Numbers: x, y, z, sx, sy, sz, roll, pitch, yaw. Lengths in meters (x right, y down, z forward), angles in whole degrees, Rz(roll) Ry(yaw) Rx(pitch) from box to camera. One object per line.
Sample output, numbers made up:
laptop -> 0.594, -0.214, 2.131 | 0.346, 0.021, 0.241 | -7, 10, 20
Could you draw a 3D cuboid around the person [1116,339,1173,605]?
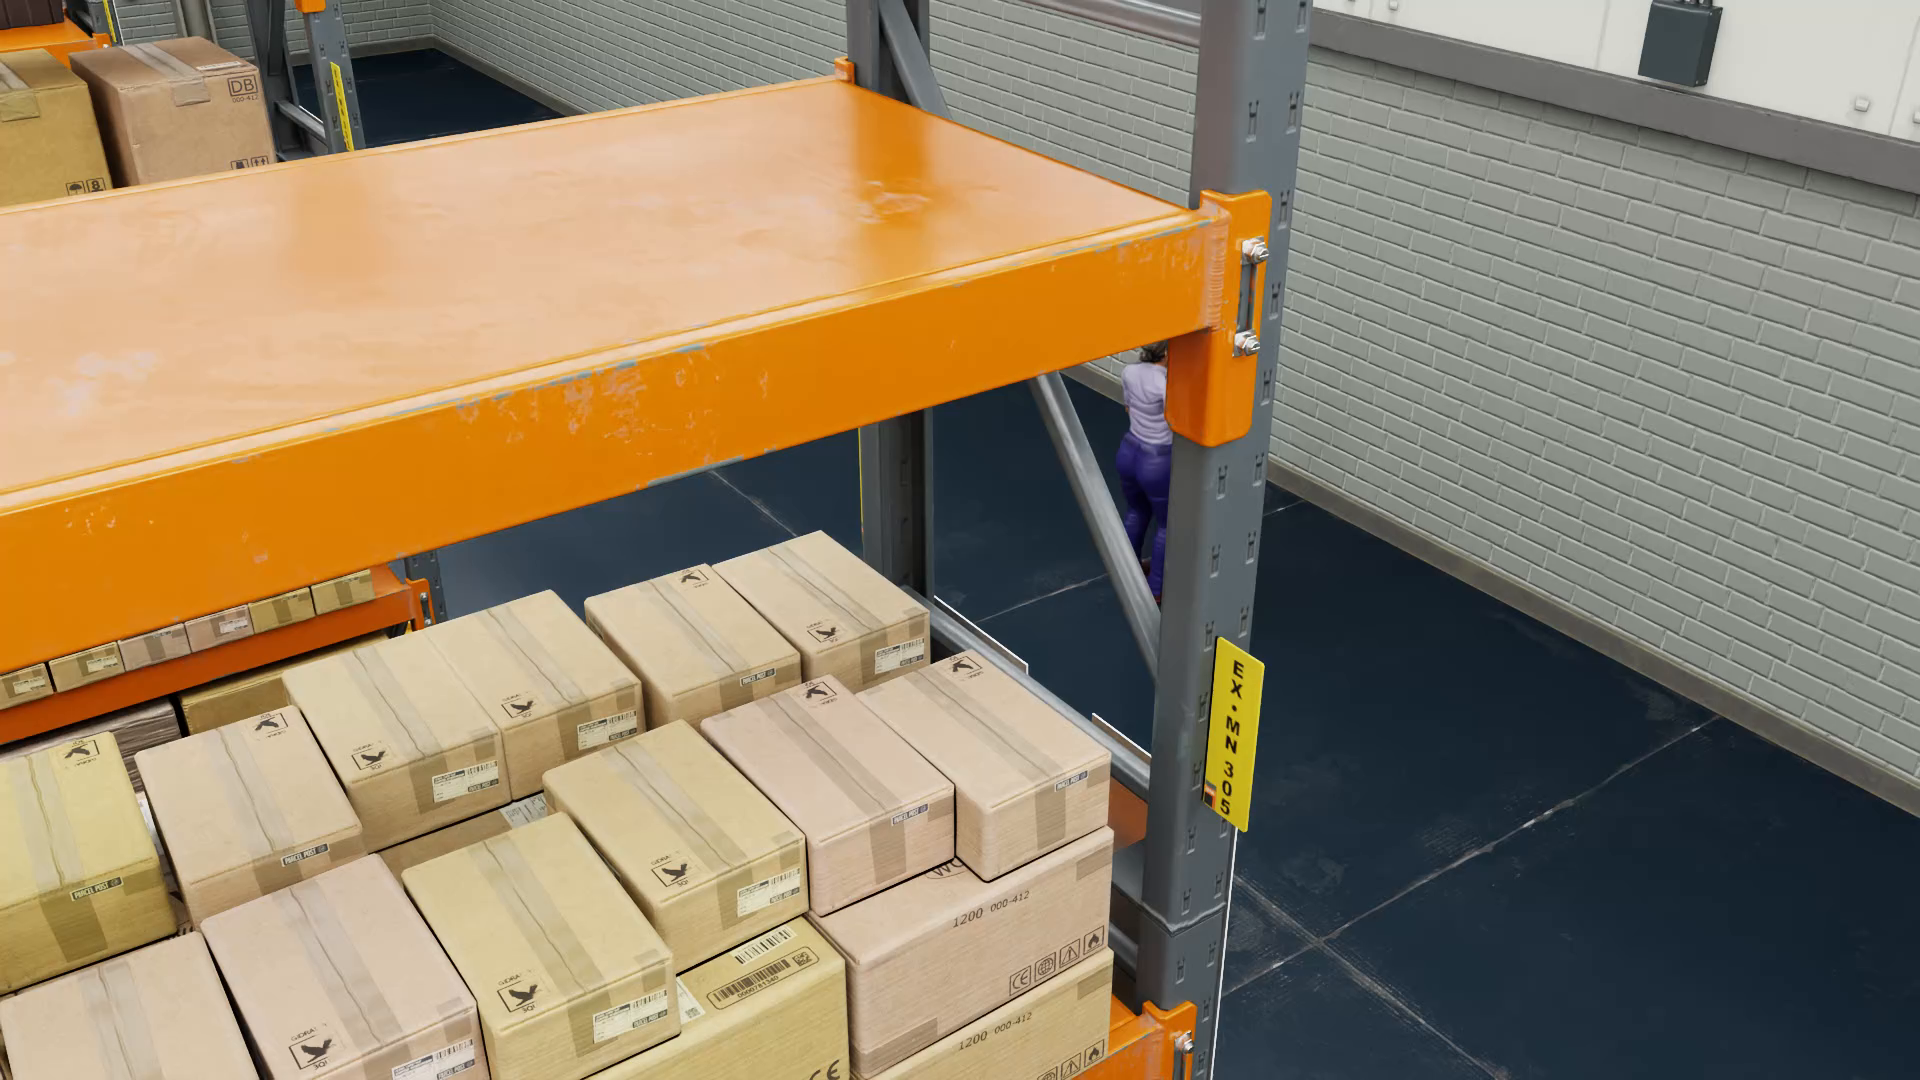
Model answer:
person -> 1.165, -0.463, 9.517 | 0.441, 1.654, 0.487 | -19, 34, -31
